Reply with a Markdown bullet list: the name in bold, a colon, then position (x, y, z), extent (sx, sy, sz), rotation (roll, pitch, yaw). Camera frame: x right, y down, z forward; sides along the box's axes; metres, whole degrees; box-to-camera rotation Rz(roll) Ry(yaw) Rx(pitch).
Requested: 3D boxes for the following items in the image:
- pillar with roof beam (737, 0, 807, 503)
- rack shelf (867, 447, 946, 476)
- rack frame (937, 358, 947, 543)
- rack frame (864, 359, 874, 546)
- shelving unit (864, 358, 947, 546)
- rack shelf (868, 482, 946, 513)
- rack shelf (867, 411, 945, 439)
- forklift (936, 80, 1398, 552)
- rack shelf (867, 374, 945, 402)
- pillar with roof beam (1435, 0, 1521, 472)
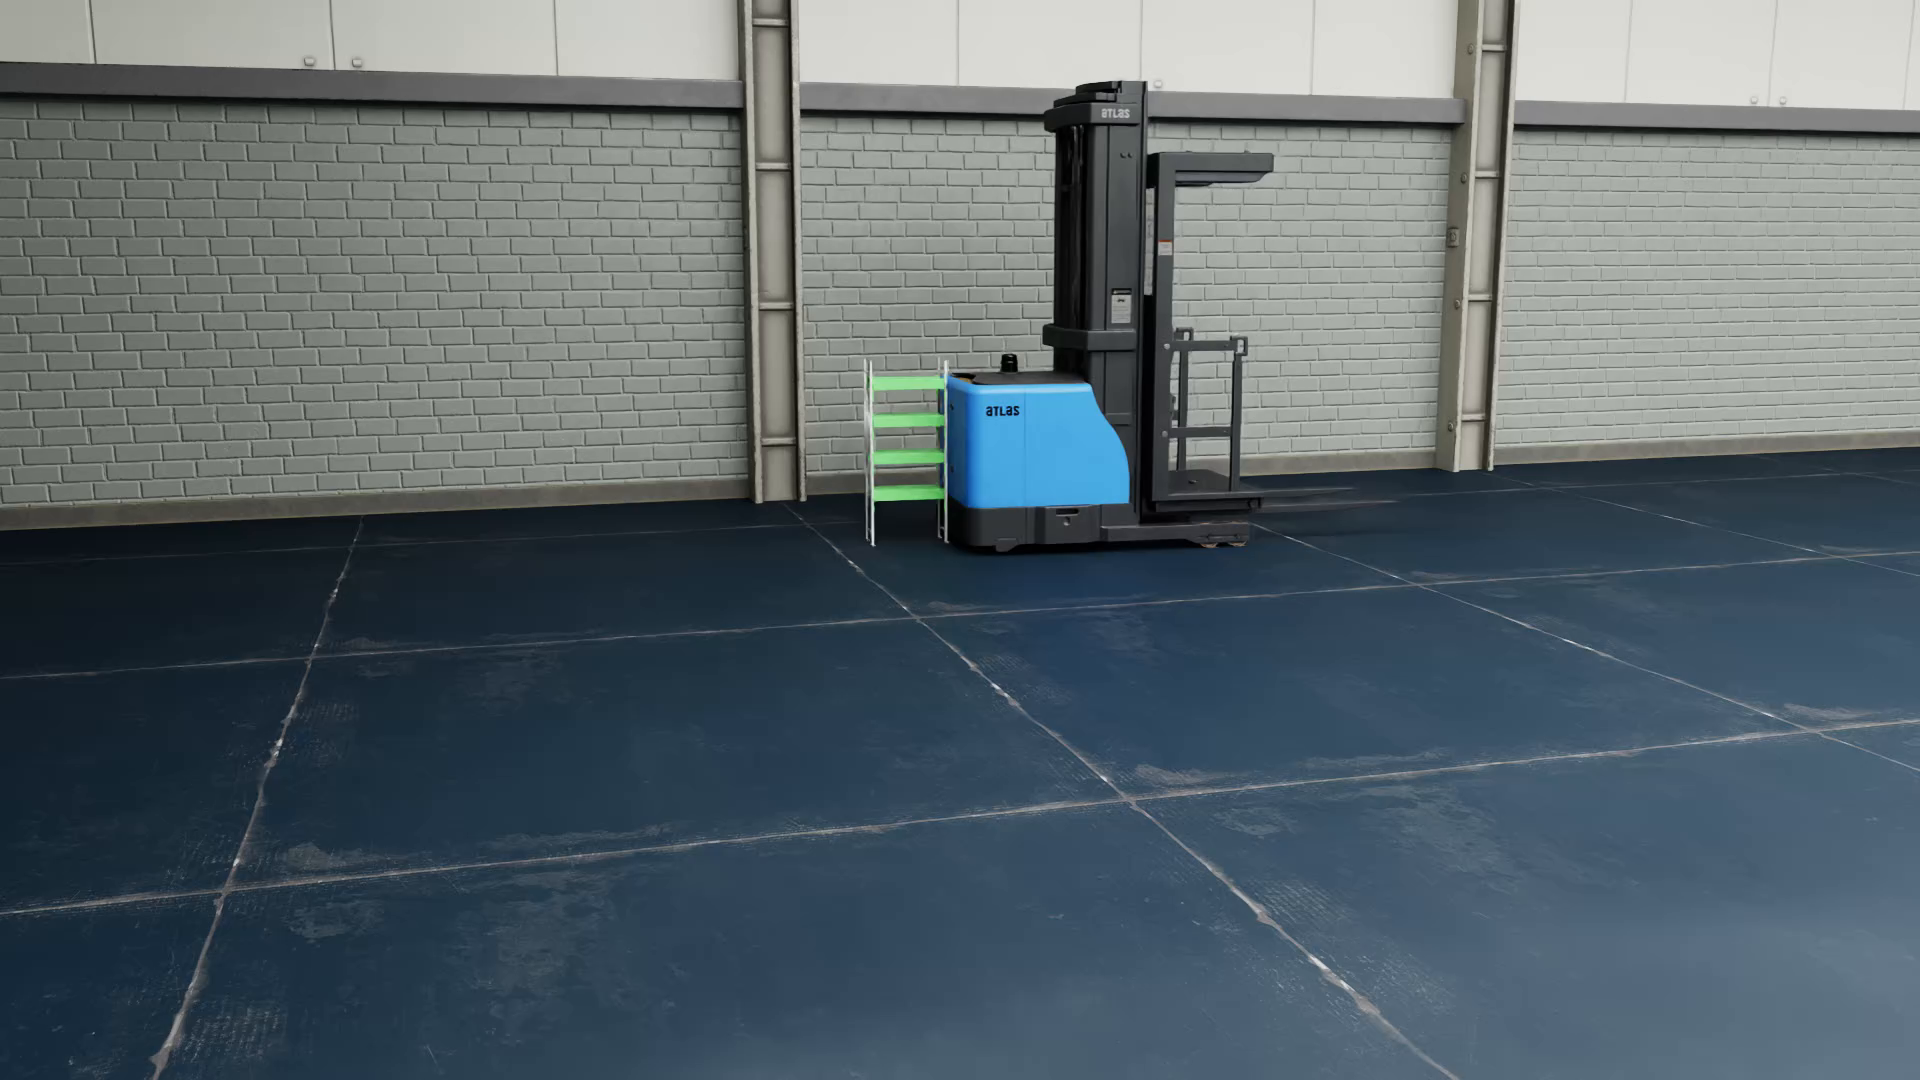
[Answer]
- **pillar with roof beam**: position (-0.196, -3.992, 7.875), extent (0.400, 9.000, 9.100), rotation (-3, 11, -16)
- **rack shelf**: position (-0.355, -0.517, 10.893), extent (0.480, 0.148, 0.258), rotation (-2, 11, -12)
- **rack frame**: position (-0.117, -0.589, 10.933), extent (0.015, 1.200, 0.240), rotation (-2, 11, -12)
- **rack frame**: position (-0.594, -0.570, 10.829), extent (0.015, 1.200, 0.240), rotation (-2, 11, -12)
- **shelving unit**: position (-0.355, -0.580, 10.881), extent (0.503, 1.200, 0.258), rotation (-2, 11, -12)
- **rack shelf**: position (-0.355, -0.281, 10.936), extent (0.480, 0.148, 0.258), rotation (-2, 11, -12)
- **rack shelf**: position (-0.355, -0.753, 10.849), extent (0.480, 0.148, 0.258), rotation (-2, 11, -12)
- **forklift**: position (1.408, -1.480, 10.988), extent (3.031, 2.935, 1.130), rotation (-2, 11, -12)
- **rack shelf**: position (-0.355, -0.989, 10.806), extent (0.480, 0.148, 0.258), rotation (-2, 11, -12)
- **pillar with roof beam**: position (5.565, -4.295, 9.524), extent (0.400, 9.000, 9.100), rotation (-3, 11, -16)
